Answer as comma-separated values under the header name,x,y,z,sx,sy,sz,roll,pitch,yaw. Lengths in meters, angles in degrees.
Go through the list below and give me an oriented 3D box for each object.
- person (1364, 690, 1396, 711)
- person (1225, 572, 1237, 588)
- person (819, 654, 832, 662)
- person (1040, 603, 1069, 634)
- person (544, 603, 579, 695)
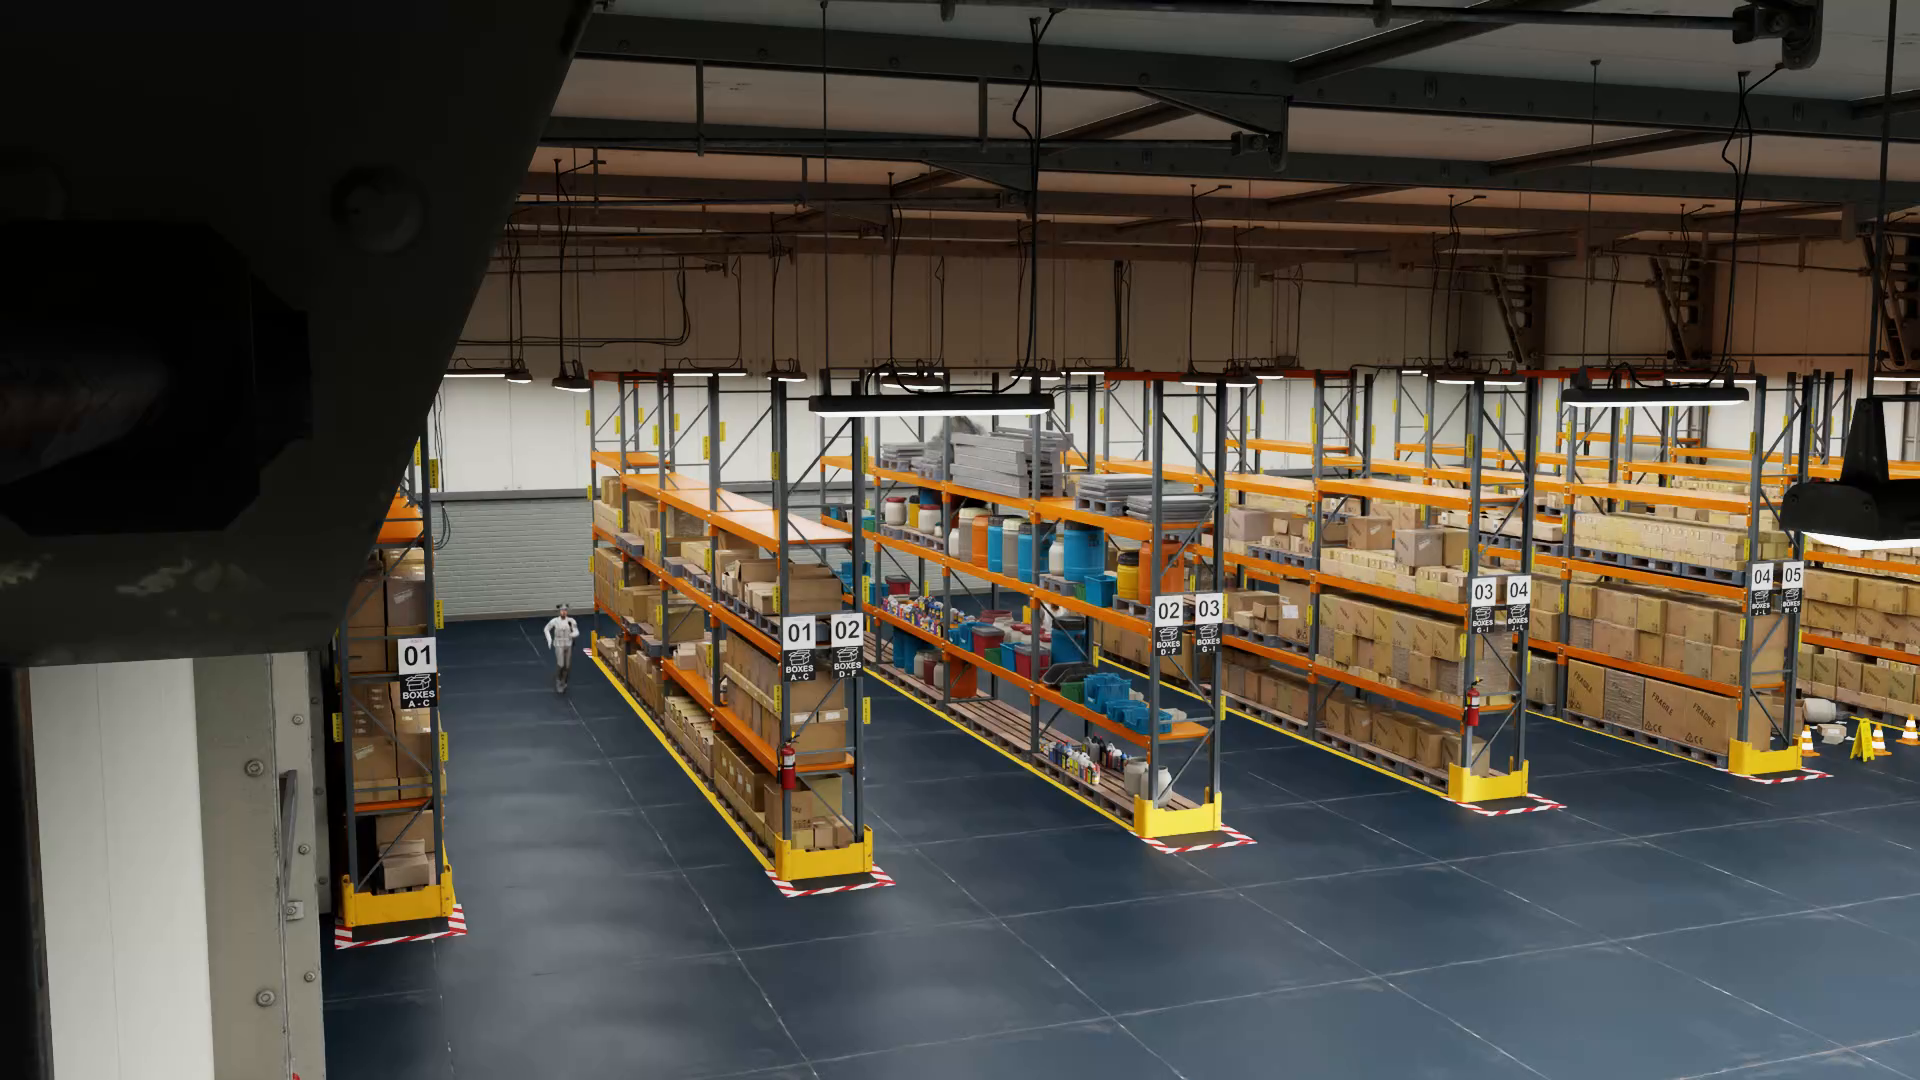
name,x,y,z,sx,sy,sz,roll,pitch,yaw
person,7.354,2.339,28.891,0.667,1.619,0.811,-2,7,-15
person,6.727,0.911,41.310,0.616,1.636,0.600,-2,7,-16
person,-2.470,2.379,28.126,0.661,1.661,0.652,-5,8,-37
person,1.805,1.854,32.344,0.679,1.718,0.729,-1,6,-6
person,-7.419,2.028,31.103,0.593,1.712,0.677,-3,7,-26
